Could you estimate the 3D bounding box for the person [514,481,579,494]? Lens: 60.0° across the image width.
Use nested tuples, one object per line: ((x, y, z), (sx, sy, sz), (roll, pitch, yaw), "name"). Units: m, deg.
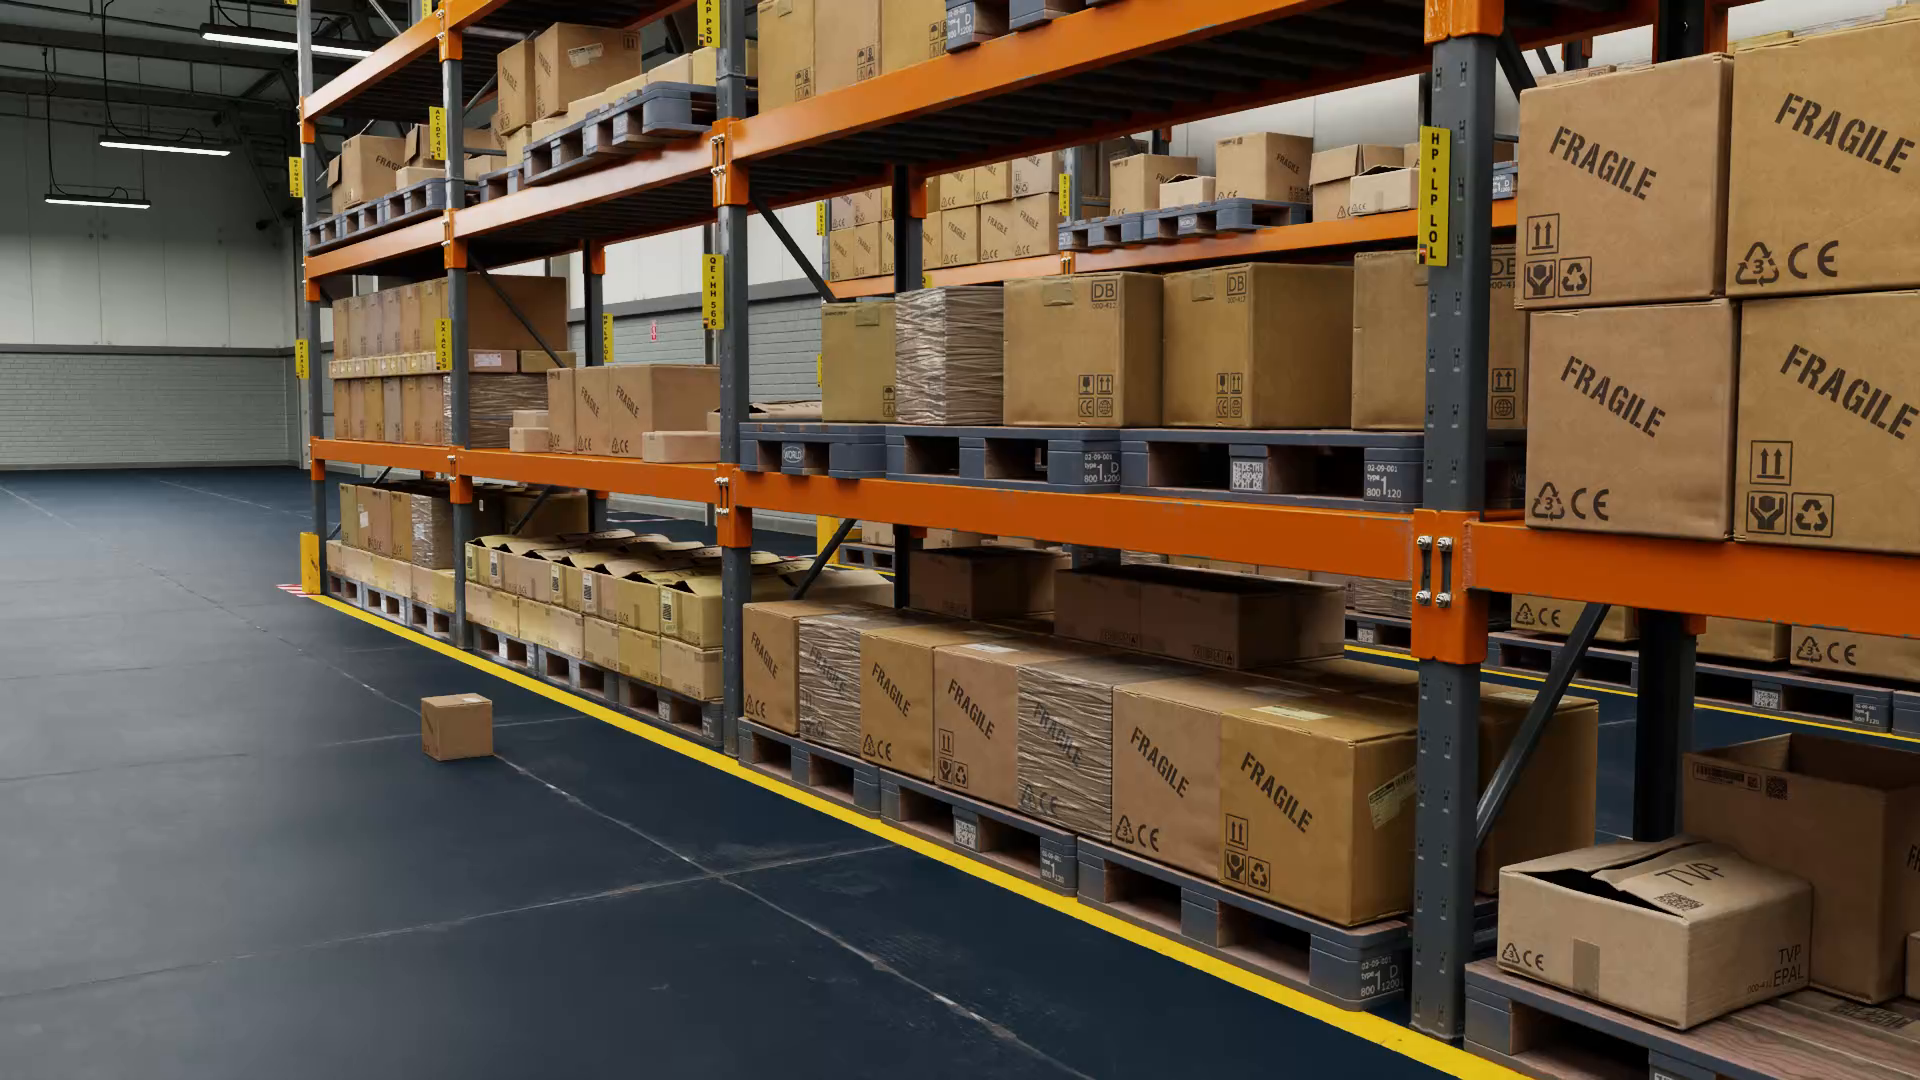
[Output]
((-3.814, -0.494, 15.280), (0.561, 1.781, 0.608), (-4, 6, -40), "person")
